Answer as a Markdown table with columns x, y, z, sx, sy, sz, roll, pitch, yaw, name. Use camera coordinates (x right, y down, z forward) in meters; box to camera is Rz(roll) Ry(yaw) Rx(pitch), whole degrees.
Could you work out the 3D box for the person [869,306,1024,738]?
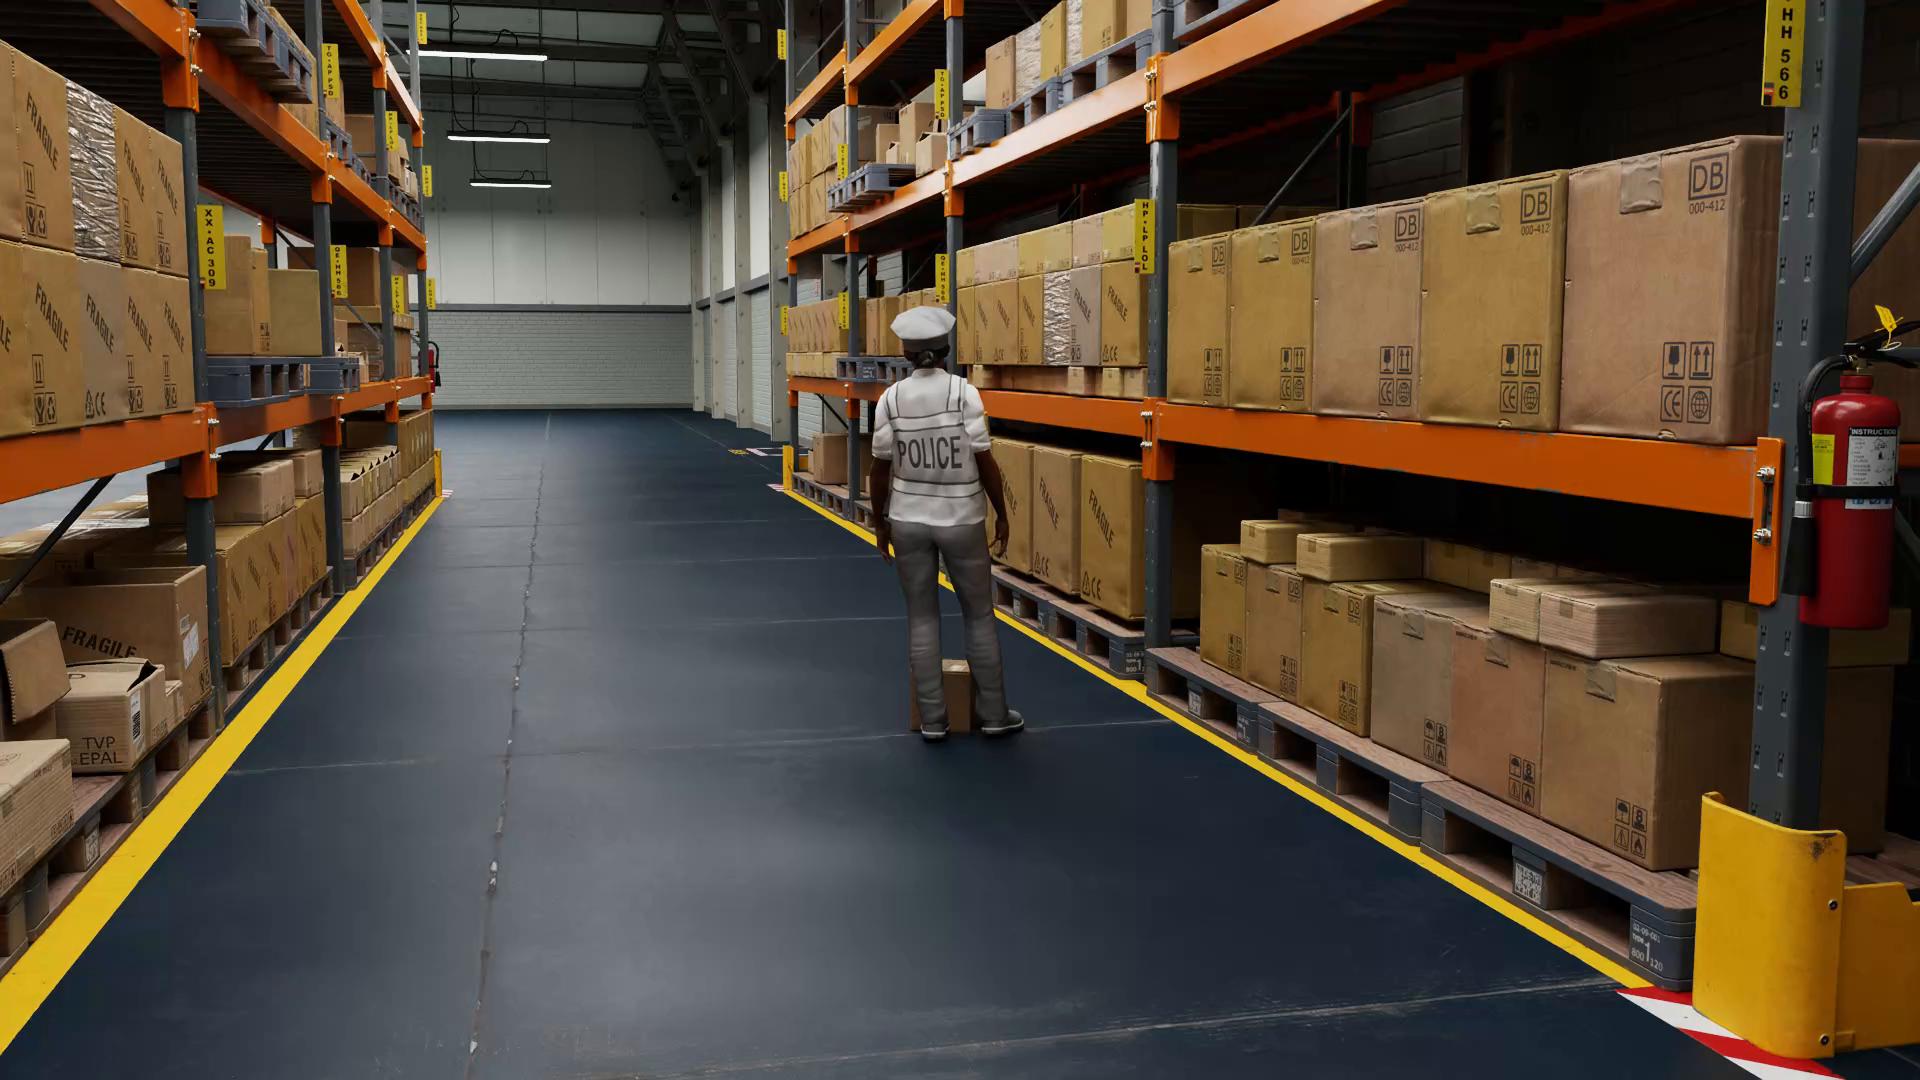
| x | y | z | sx | sy | sz | roll | pitch | yaw | name |
| --- | --- | --- | --- | --- | --- | --- | --- | --- | --- |
| -0.056 | -0.066 | 6.546 | 0.567 | 1.694 | 0.529 | 1 | 6 | 11 | person |
